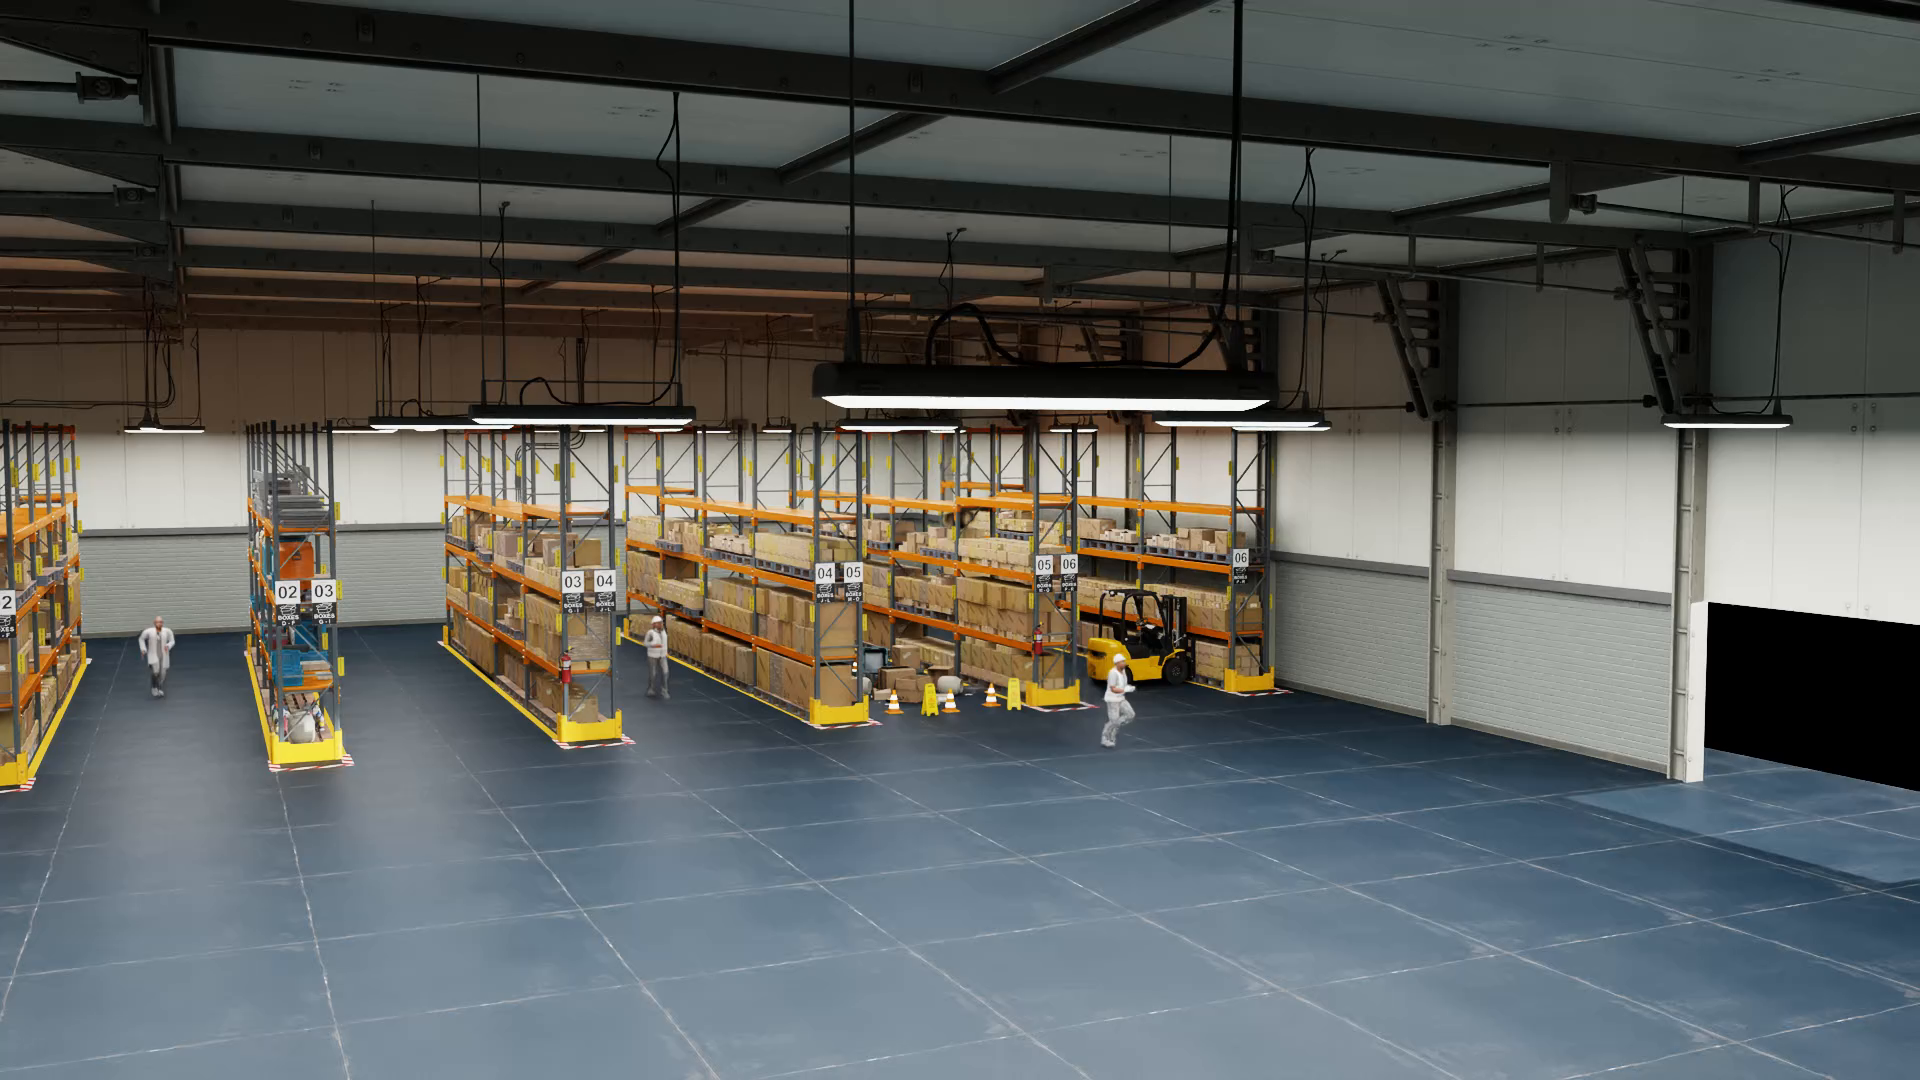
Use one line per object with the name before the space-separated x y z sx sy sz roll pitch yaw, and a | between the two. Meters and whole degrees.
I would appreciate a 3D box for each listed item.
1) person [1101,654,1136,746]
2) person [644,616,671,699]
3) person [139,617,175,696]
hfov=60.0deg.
person | 2.914 2.935 30.479 0.728 1.721 0.726 2 4 29
person | -6.644 2.565 36.387 0.640 1.819 0.791 -3 4 -36
person | -17.576 2.560 36.461 0.677 1.742 0.811 -3 4 -37
